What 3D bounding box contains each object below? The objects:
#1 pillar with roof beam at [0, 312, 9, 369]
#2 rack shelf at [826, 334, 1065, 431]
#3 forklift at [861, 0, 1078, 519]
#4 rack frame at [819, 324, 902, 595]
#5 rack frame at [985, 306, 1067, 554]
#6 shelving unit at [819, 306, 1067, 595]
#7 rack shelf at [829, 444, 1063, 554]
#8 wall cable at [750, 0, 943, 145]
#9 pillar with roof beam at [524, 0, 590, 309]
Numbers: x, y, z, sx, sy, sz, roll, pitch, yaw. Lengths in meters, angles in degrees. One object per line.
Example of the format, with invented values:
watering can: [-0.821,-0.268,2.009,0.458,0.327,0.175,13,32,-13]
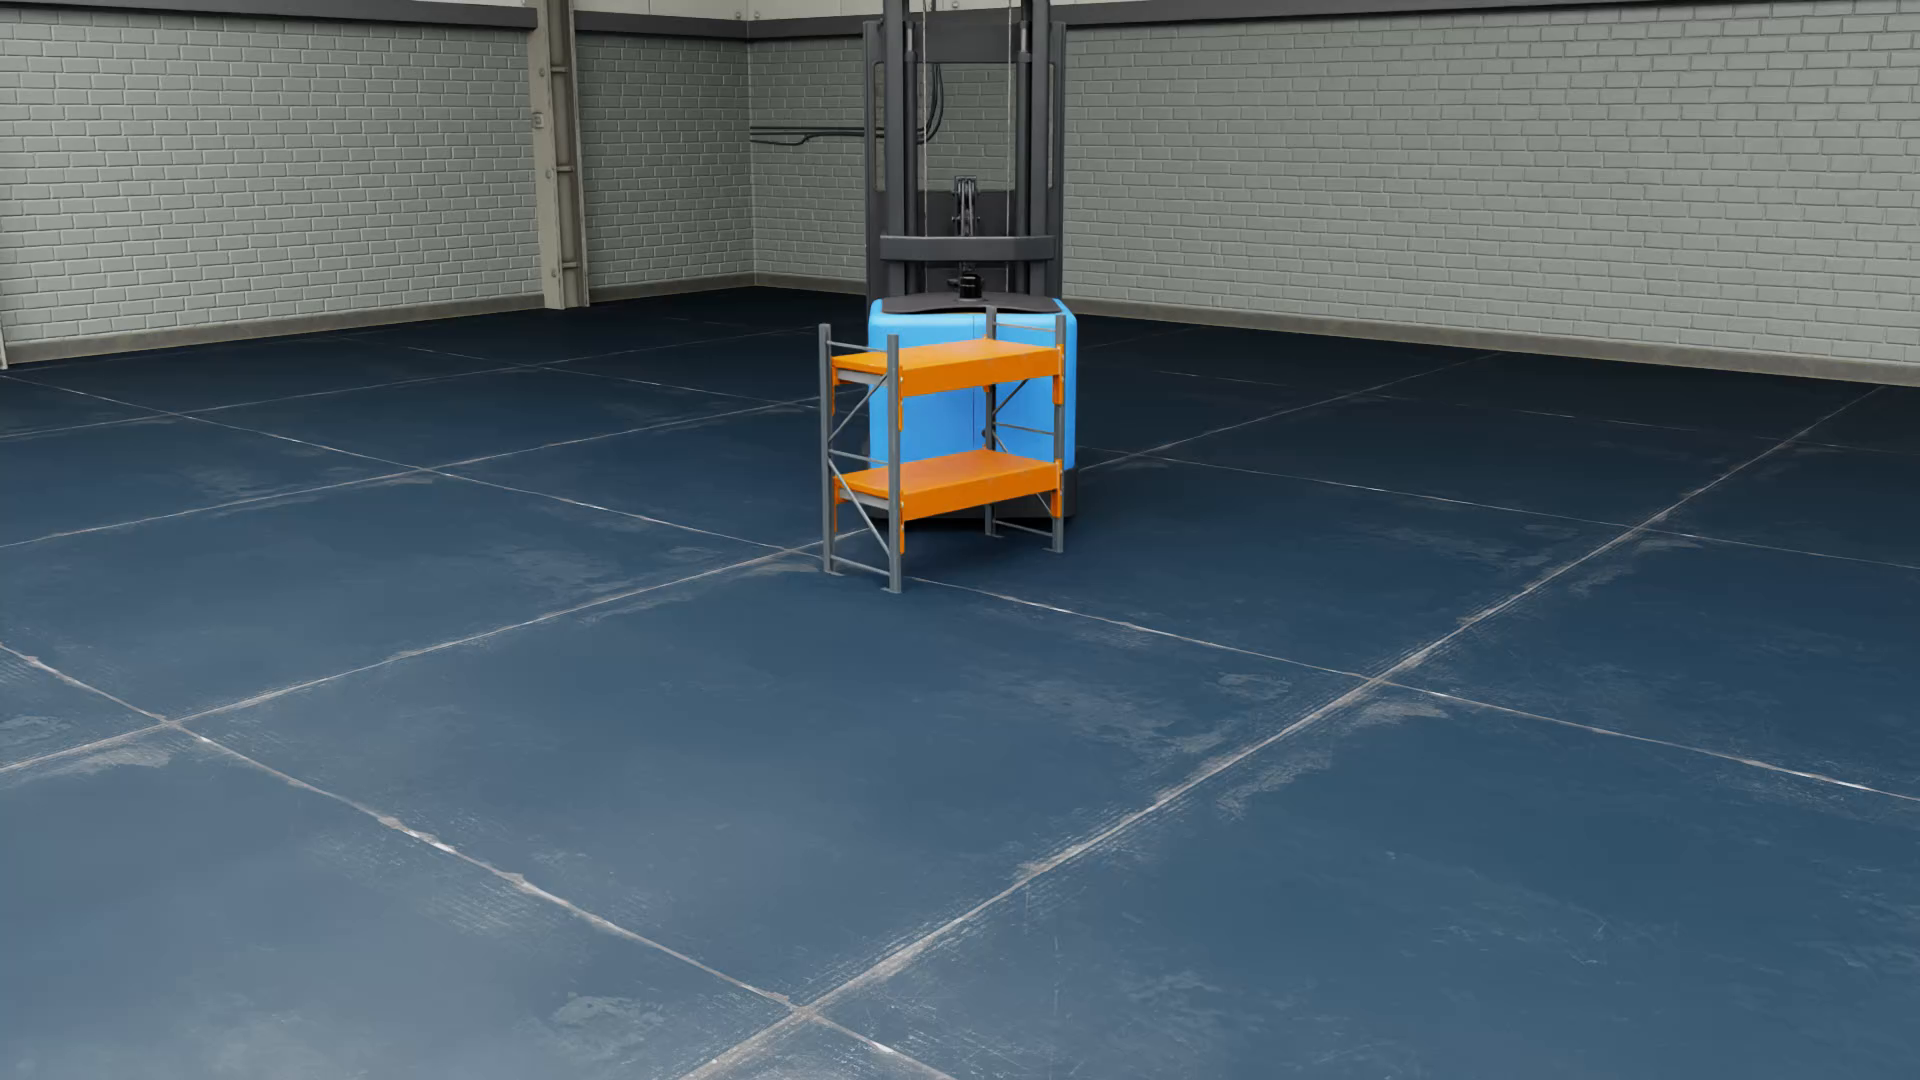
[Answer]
pillar with roof beam: [-4.711,-5.088,9.874,9.100,9.000,0.400,11,18,38]
rack shelf: [-0.065,-0.724,7.500,1.000,0.278,0.538,-13,19,-42]
forklift: [0.014,-1.830,9.375,1.130,2.935,3.031,-1,14,-2]
rack frame: [-0.435,-0.355,7.235,0.032,1.125,0.500,-13,19,-42]
rack frame: [0.306,-0.526,7.910,0.032,1.125,0.500,-13,19,-42]
shelving unit: [-0.065,-0.441,7.572,1.048,1.125,0.538,-13,19,-42]
rack shelf: [-0.065,-0.204,7.633,1.000,0.278,0.538,-13,19,-42]
wall cable: [-1.408,-5.758,18.818,3.097,2.526,0.112,11,18,38]
pillar with roof beam: [-0.940,-6.237,14.398,9.100,9.000,0.400,11,18,38]
